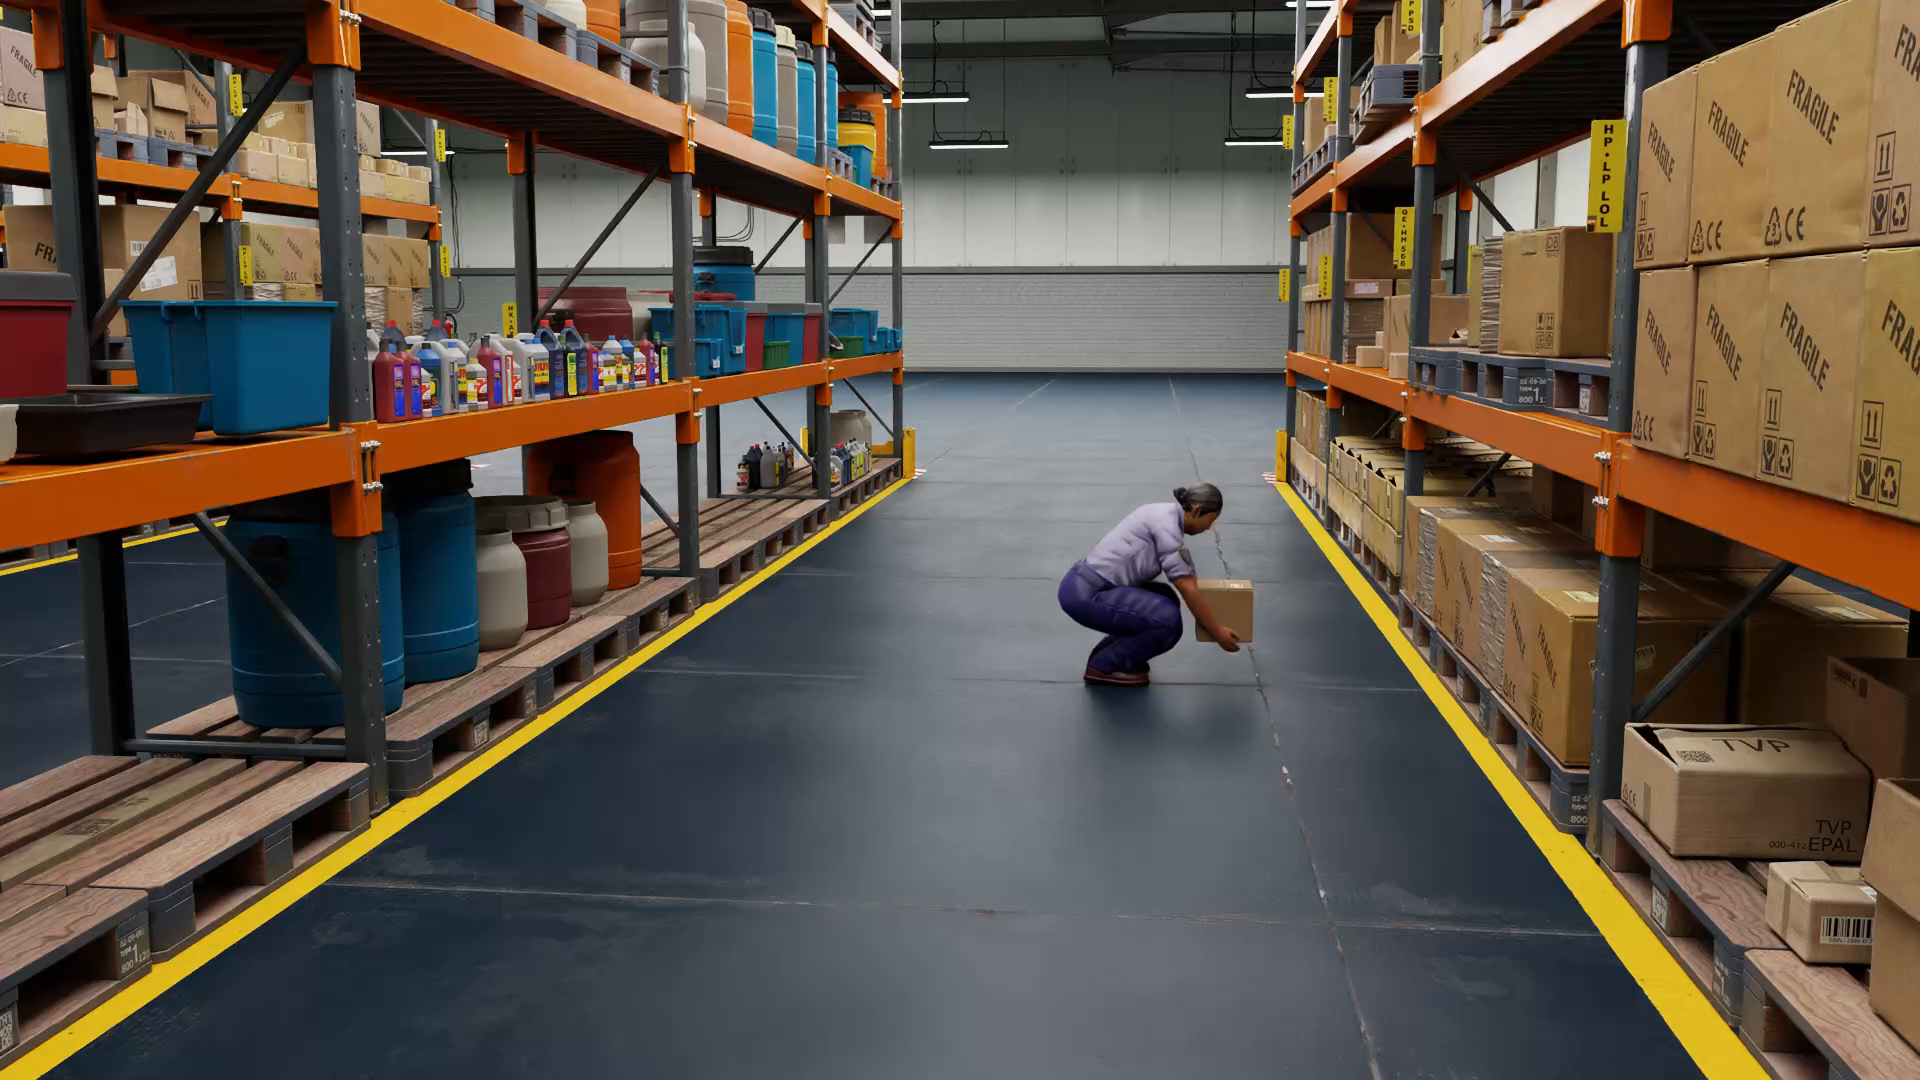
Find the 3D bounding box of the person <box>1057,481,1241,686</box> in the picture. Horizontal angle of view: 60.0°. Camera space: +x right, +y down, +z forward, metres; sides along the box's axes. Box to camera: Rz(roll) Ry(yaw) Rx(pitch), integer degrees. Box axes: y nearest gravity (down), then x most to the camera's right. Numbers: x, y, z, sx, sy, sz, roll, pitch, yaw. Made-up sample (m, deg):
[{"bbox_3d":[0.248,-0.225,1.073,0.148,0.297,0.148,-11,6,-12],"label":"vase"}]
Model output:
[{"bbox_3d":[0.874,0.192,7.686,0.837,0.923,0.529,1,8,6],"label":"person"}]
